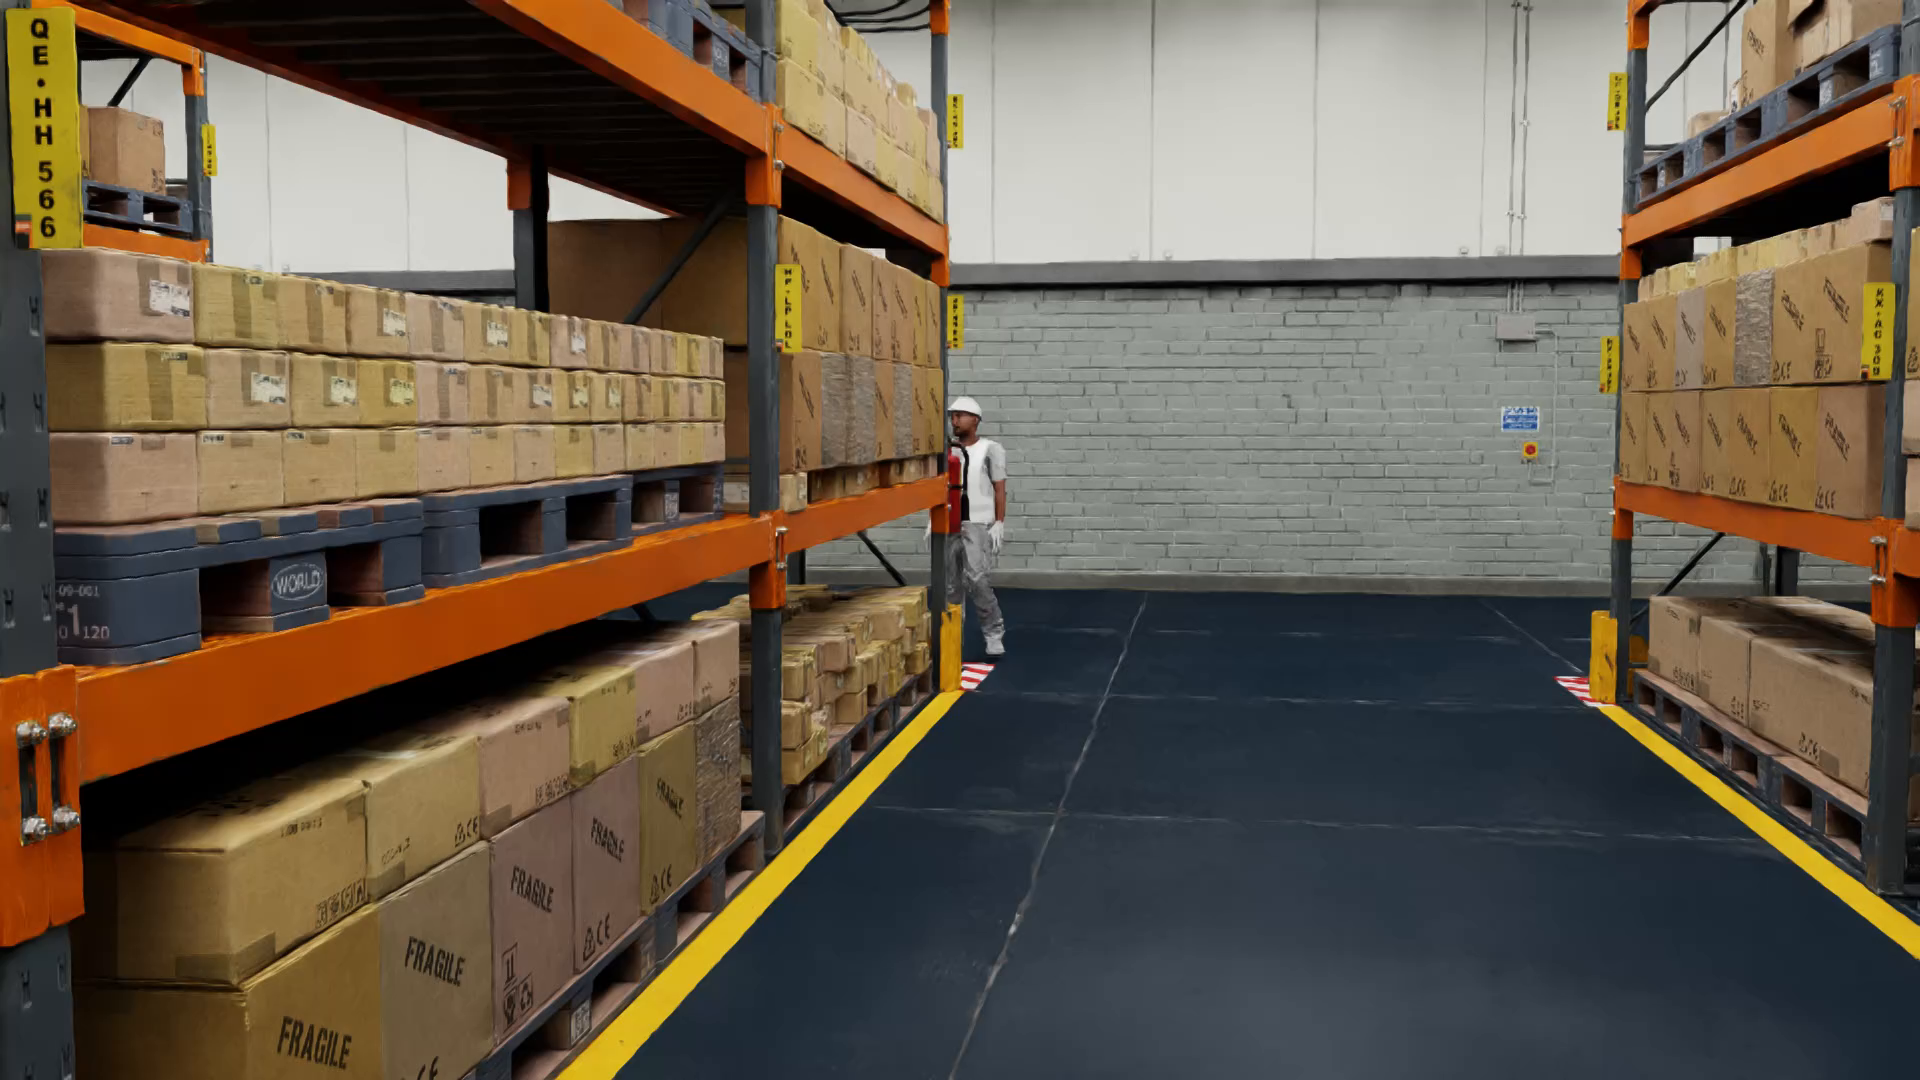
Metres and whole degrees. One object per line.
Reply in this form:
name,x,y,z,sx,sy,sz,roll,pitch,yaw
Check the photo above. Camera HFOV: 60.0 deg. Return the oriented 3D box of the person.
person,0.040,-0.089,11.389,0.585,1.786,0.400,3,5,30
